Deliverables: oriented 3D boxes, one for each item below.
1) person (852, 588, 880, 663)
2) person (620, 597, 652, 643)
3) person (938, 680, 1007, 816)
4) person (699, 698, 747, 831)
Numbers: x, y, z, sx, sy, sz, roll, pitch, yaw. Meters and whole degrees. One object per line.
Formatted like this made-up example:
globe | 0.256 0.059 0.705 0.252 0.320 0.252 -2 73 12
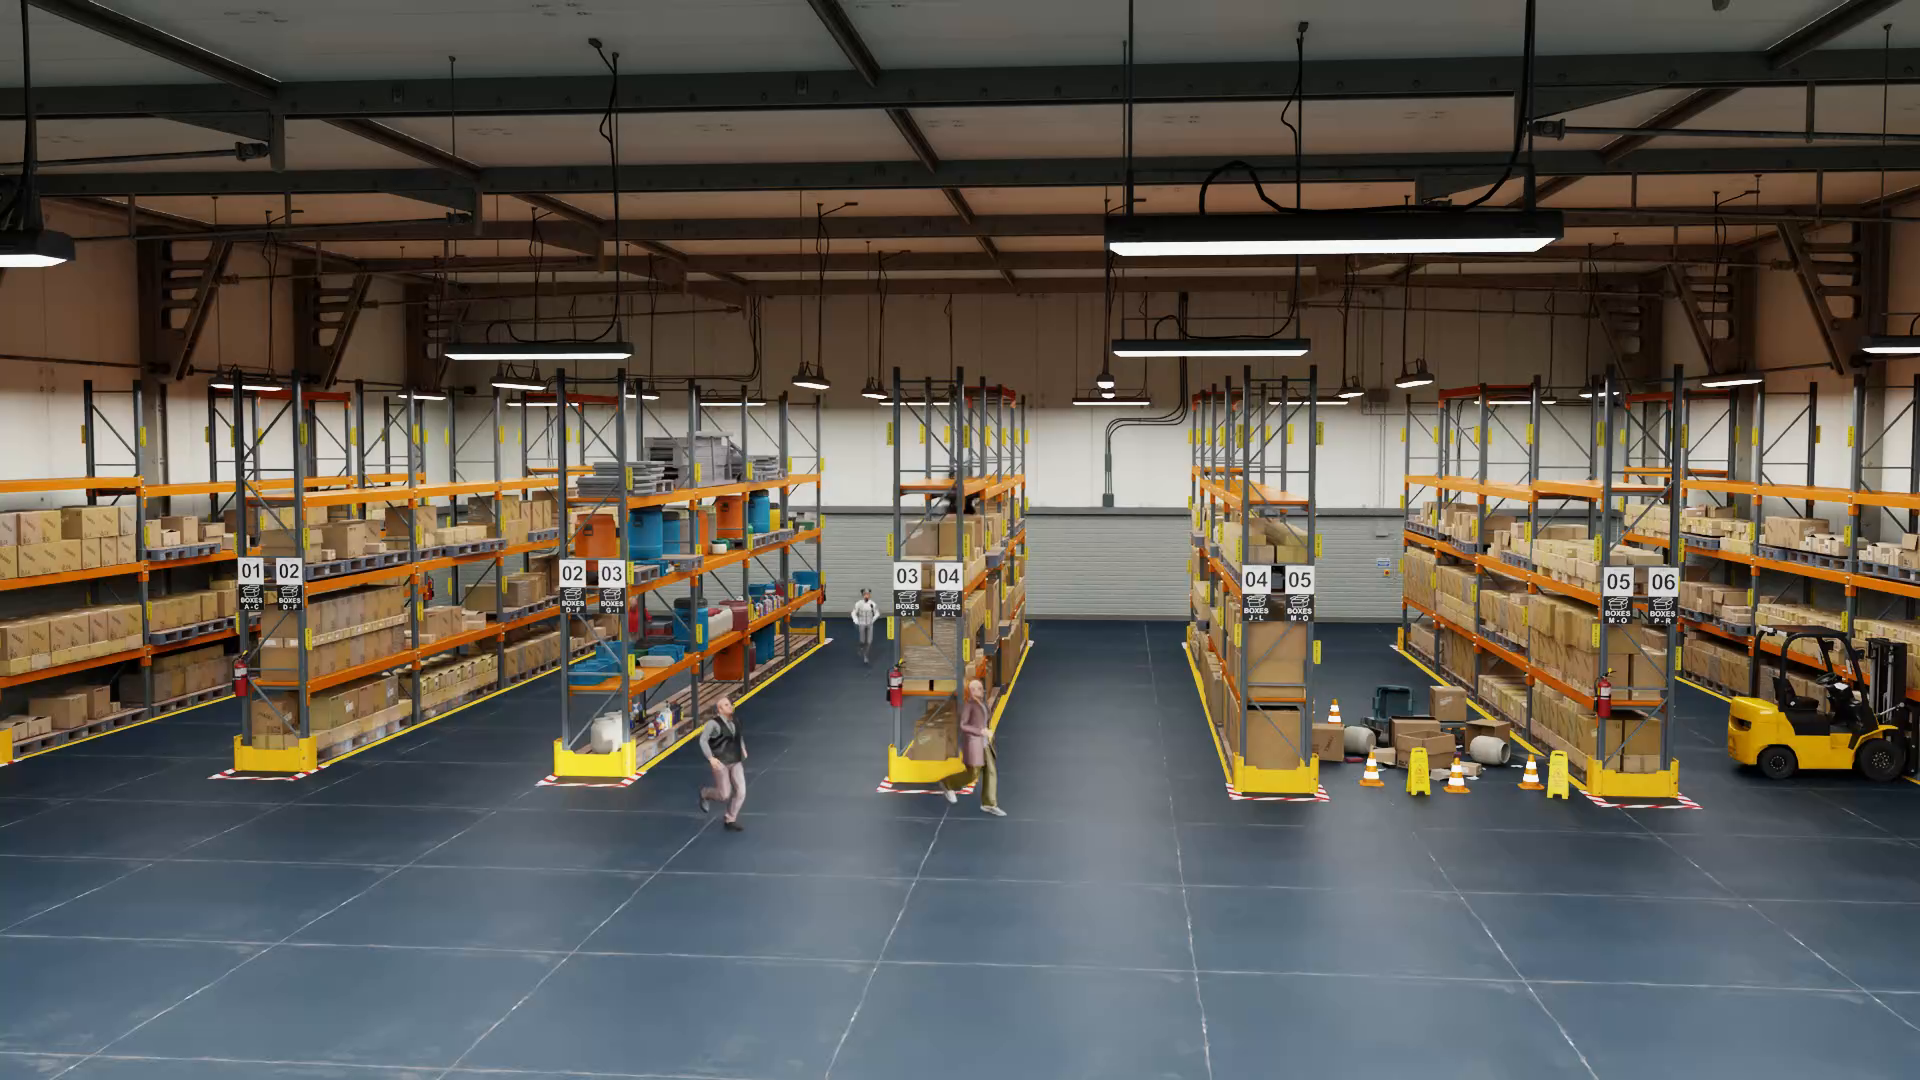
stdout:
person | -2.087 1.890 36.912 0.614 1.654 0.549 -1 4 -8
person | -6.716 2.029 34.448 0.688 1.717 0.828 0 4 4
person | 0.177 2.755 22.145 0.987 1.792 0.714 2 4 29
person | -3.027 2.856 21.275 0.643 1.681 0.678 3 5 43
